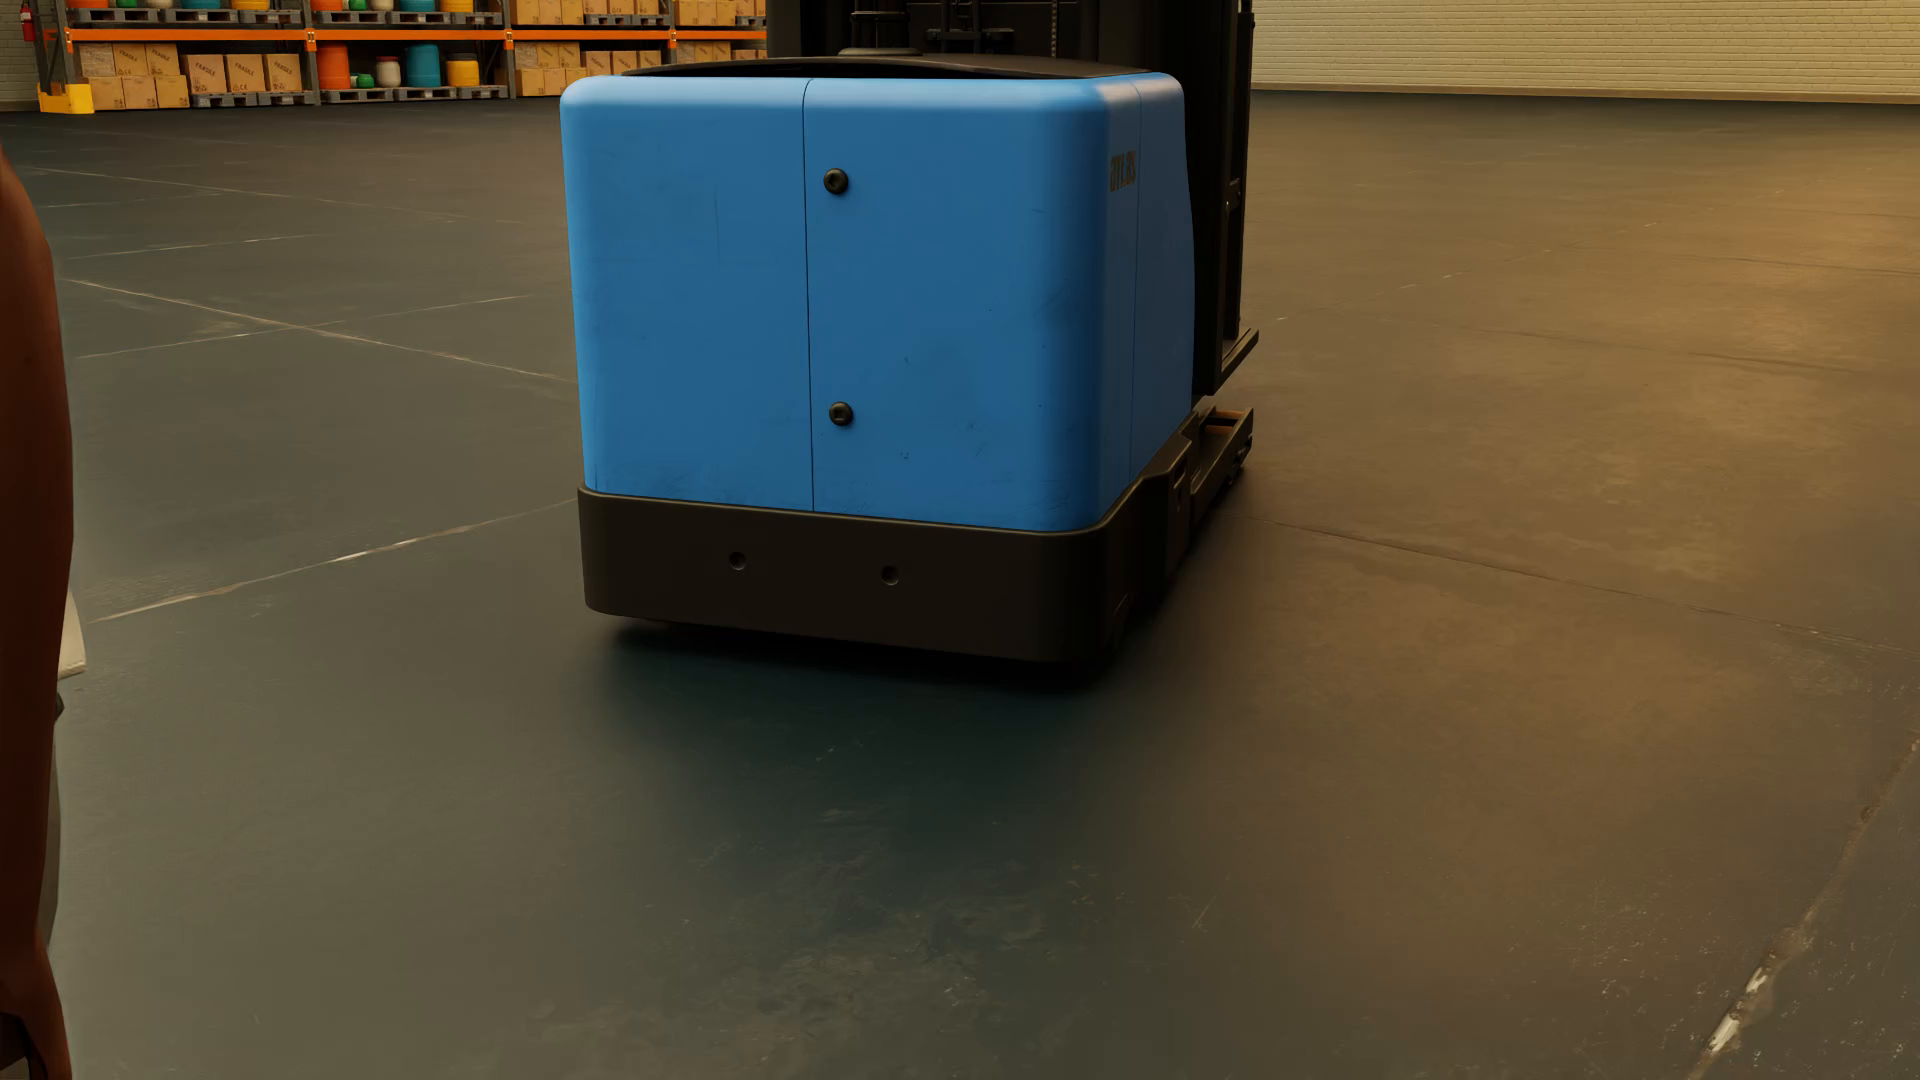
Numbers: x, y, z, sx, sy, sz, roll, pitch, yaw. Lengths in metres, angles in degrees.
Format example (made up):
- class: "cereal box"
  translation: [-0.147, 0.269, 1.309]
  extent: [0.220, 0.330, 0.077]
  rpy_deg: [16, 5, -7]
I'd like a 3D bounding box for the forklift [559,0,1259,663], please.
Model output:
- class: "forklift"
  translation: [0.182, -1.571, 4.072]
  extent: [1.130, 2.935, 3.031]
  rpy_deg: [5, 18, 17]
